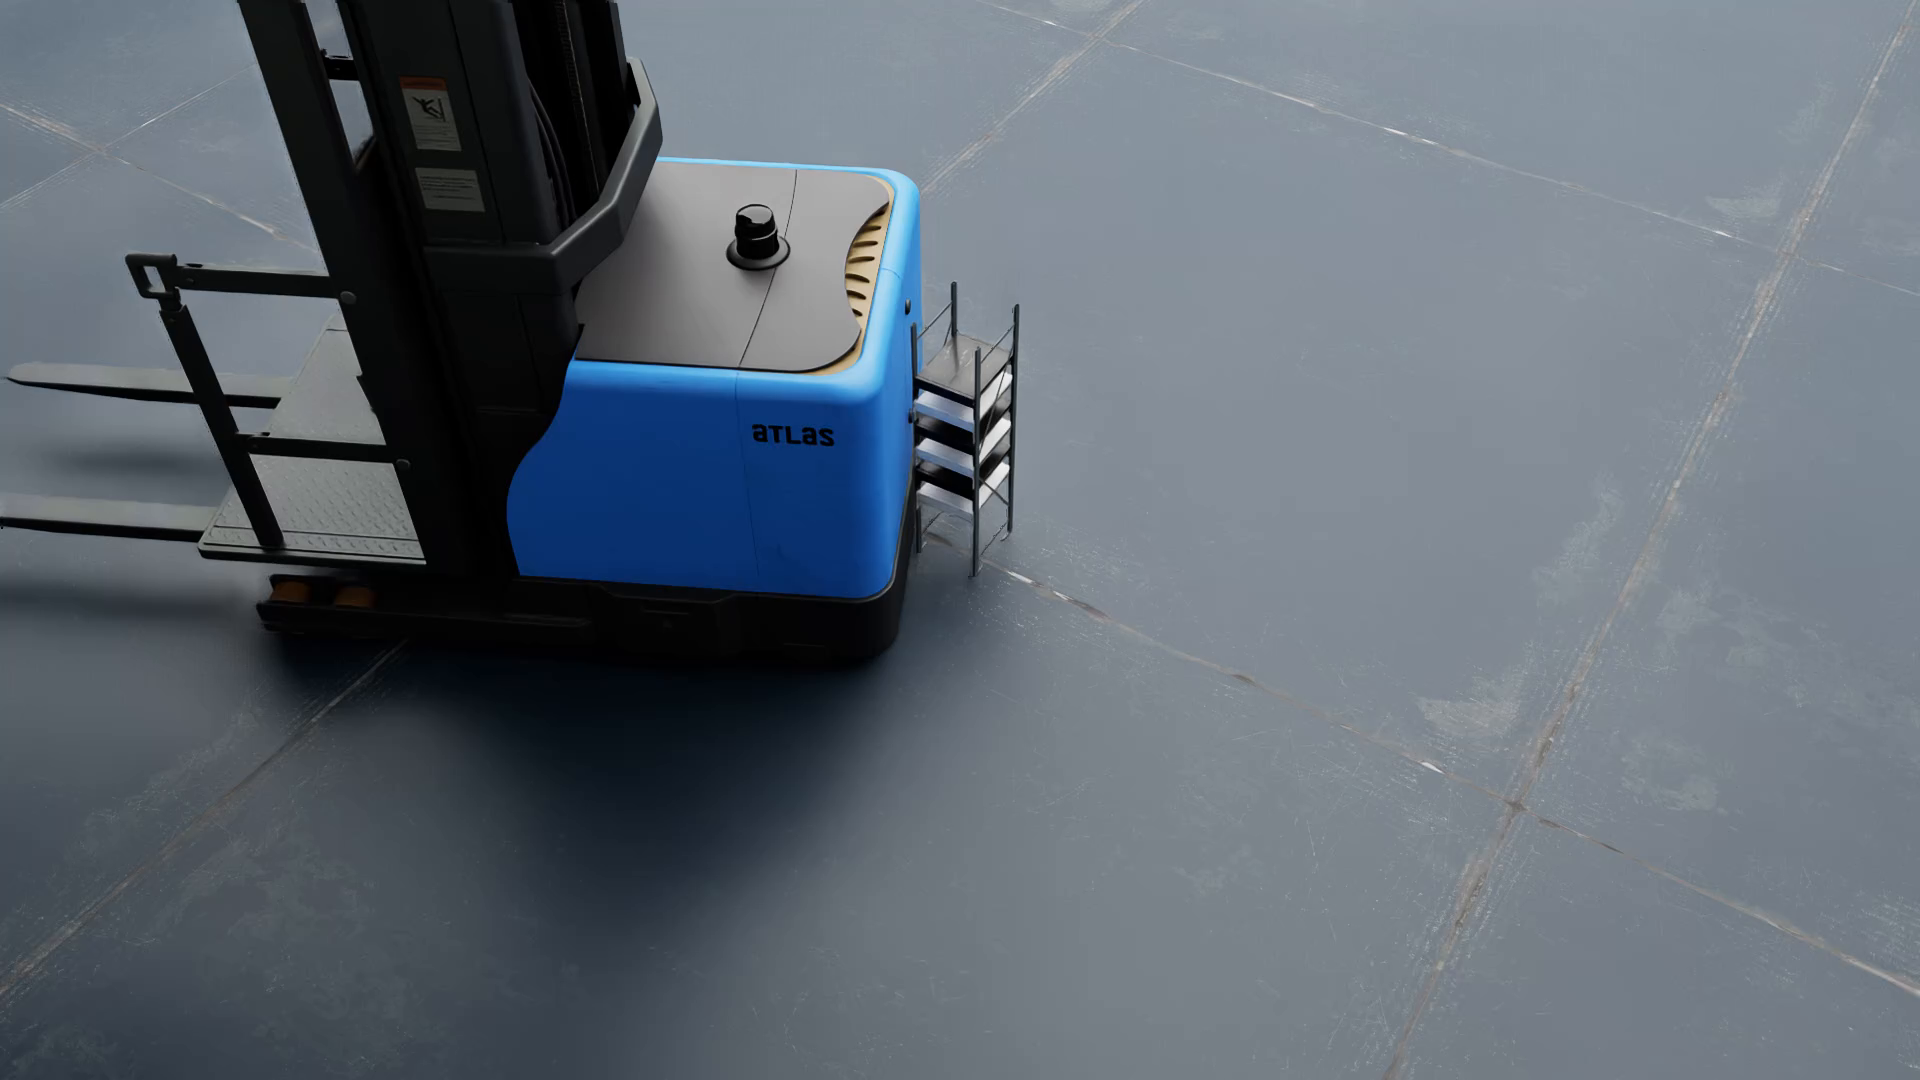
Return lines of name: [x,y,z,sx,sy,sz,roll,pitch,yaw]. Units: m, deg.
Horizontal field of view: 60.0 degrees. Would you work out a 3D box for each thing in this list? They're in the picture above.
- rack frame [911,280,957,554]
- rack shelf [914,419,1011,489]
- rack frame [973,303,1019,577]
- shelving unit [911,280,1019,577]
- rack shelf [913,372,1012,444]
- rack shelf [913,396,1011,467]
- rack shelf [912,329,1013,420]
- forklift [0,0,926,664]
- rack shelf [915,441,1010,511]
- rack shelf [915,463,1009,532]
rack frame: [-0.073,-0.347,4.962,0.006,0.900,0.240,23,50,20]
rack shelf: [0.015,-0.287,4.950,0.200,0.077,0.258,23,50,20]
rack frame: [0.103,-0.274,4.891,0.006,0.900,0.240,23,50,20]
shelving unit: [0.015,-0.310,4.926,0.210,0.900,0.258,23,50,20]
rack shelf: [0.015,-0.413,4.821,0.200,0.077,0.258,23,50,20]
rack shelf: [0.015,-0.350,4.886,0.200,0.077,0.258,23,50,20]
rack shelf: [0.015,-0.475,4.757,0.200,0.077,0.258,23,50,20]
forklift: [-1.652,-1.100,4.278,3.031,2.935,1.130,4,46,4]
rack shelf: [0.015,-0.224,5.015,0.200,0.077,0.258,23,50,20]
rack shelf: [0.015,-0.161,5.079,0.200,0.077,0.258,23,50,20]
